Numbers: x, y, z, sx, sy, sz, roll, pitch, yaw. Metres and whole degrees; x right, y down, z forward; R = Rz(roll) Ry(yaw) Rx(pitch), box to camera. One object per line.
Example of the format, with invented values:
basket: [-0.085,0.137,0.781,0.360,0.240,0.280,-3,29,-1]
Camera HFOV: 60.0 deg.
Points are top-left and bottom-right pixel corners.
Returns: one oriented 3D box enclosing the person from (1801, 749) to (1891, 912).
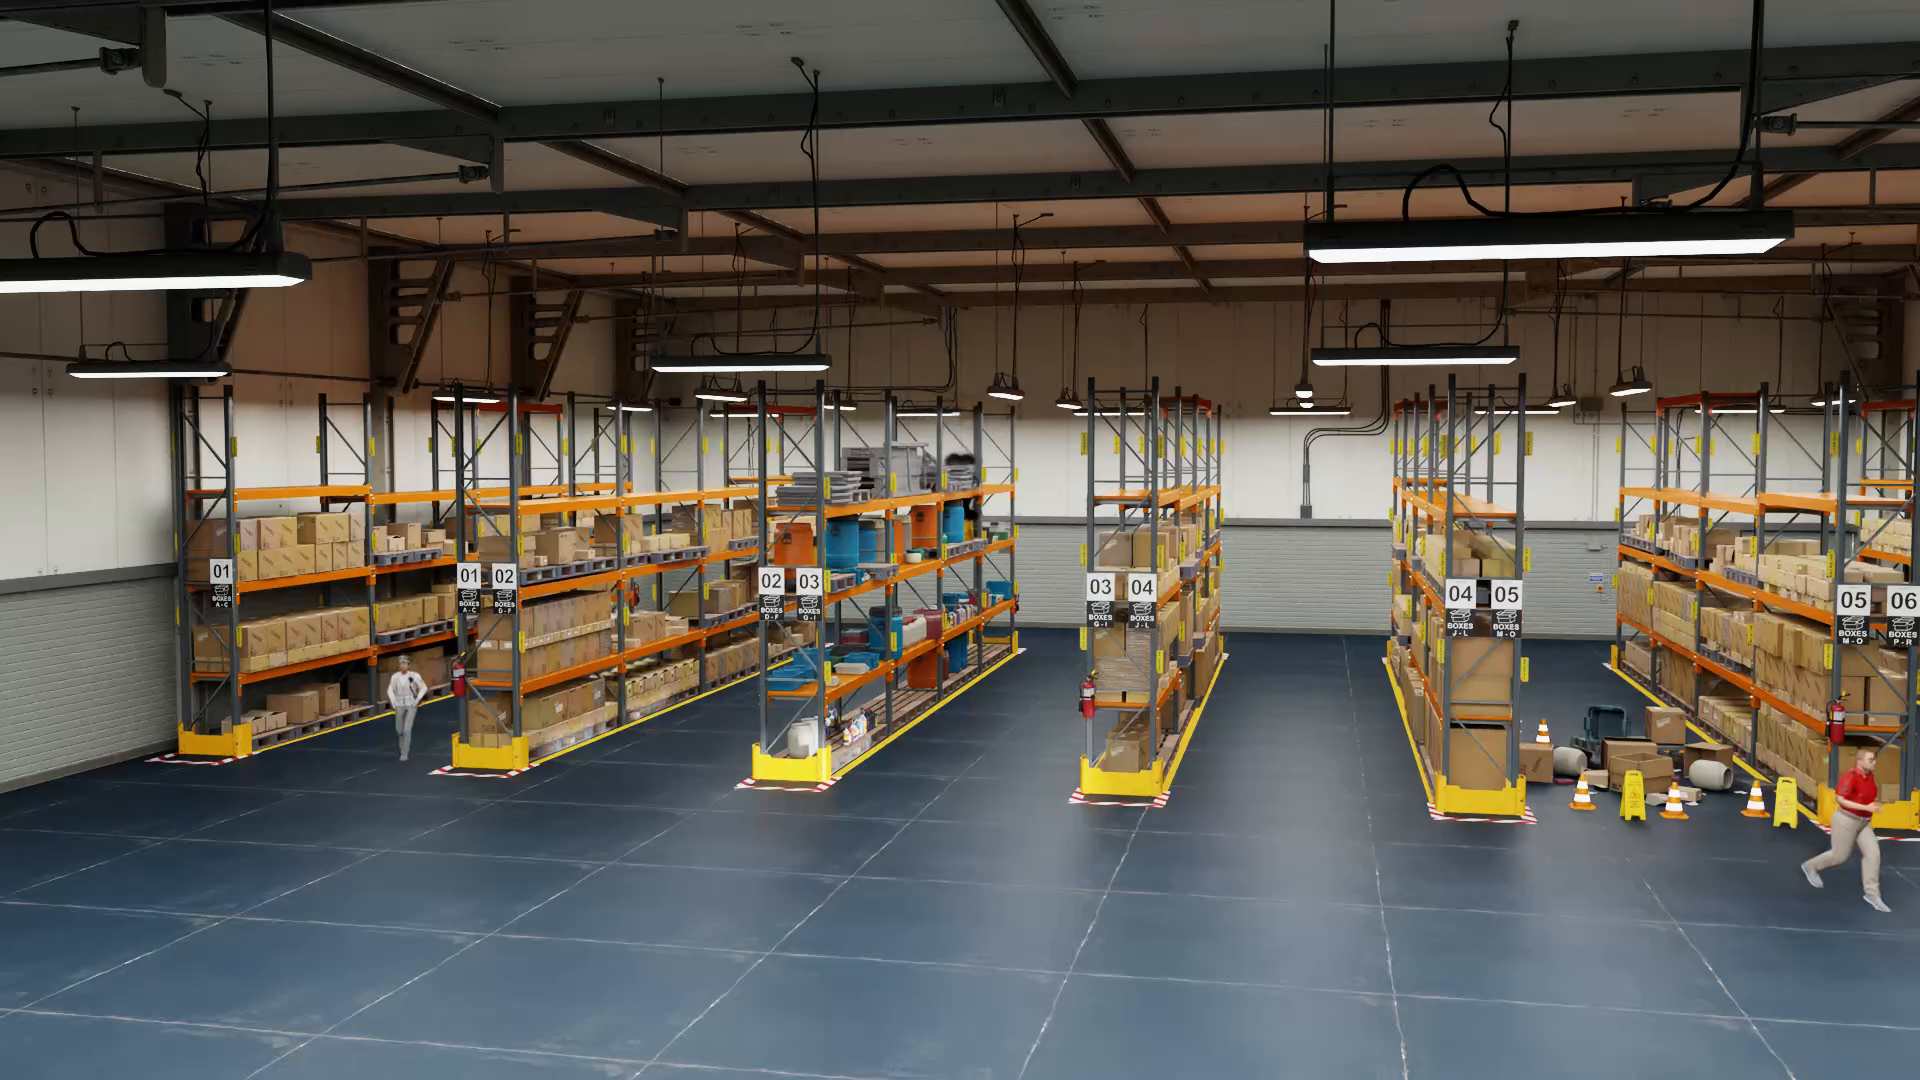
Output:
person: [9.780,3.143,18.309,0.695,1.749,0.997,-2,4,-31]

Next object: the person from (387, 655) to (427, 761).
person: [-8.913,2.681,26.827,0.623,1.687,0.692,0,3,-6]

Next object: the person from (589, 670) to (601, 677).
person: [-7.700,2.184,34.795,0.729,1.785,0.835,0,3,5]
